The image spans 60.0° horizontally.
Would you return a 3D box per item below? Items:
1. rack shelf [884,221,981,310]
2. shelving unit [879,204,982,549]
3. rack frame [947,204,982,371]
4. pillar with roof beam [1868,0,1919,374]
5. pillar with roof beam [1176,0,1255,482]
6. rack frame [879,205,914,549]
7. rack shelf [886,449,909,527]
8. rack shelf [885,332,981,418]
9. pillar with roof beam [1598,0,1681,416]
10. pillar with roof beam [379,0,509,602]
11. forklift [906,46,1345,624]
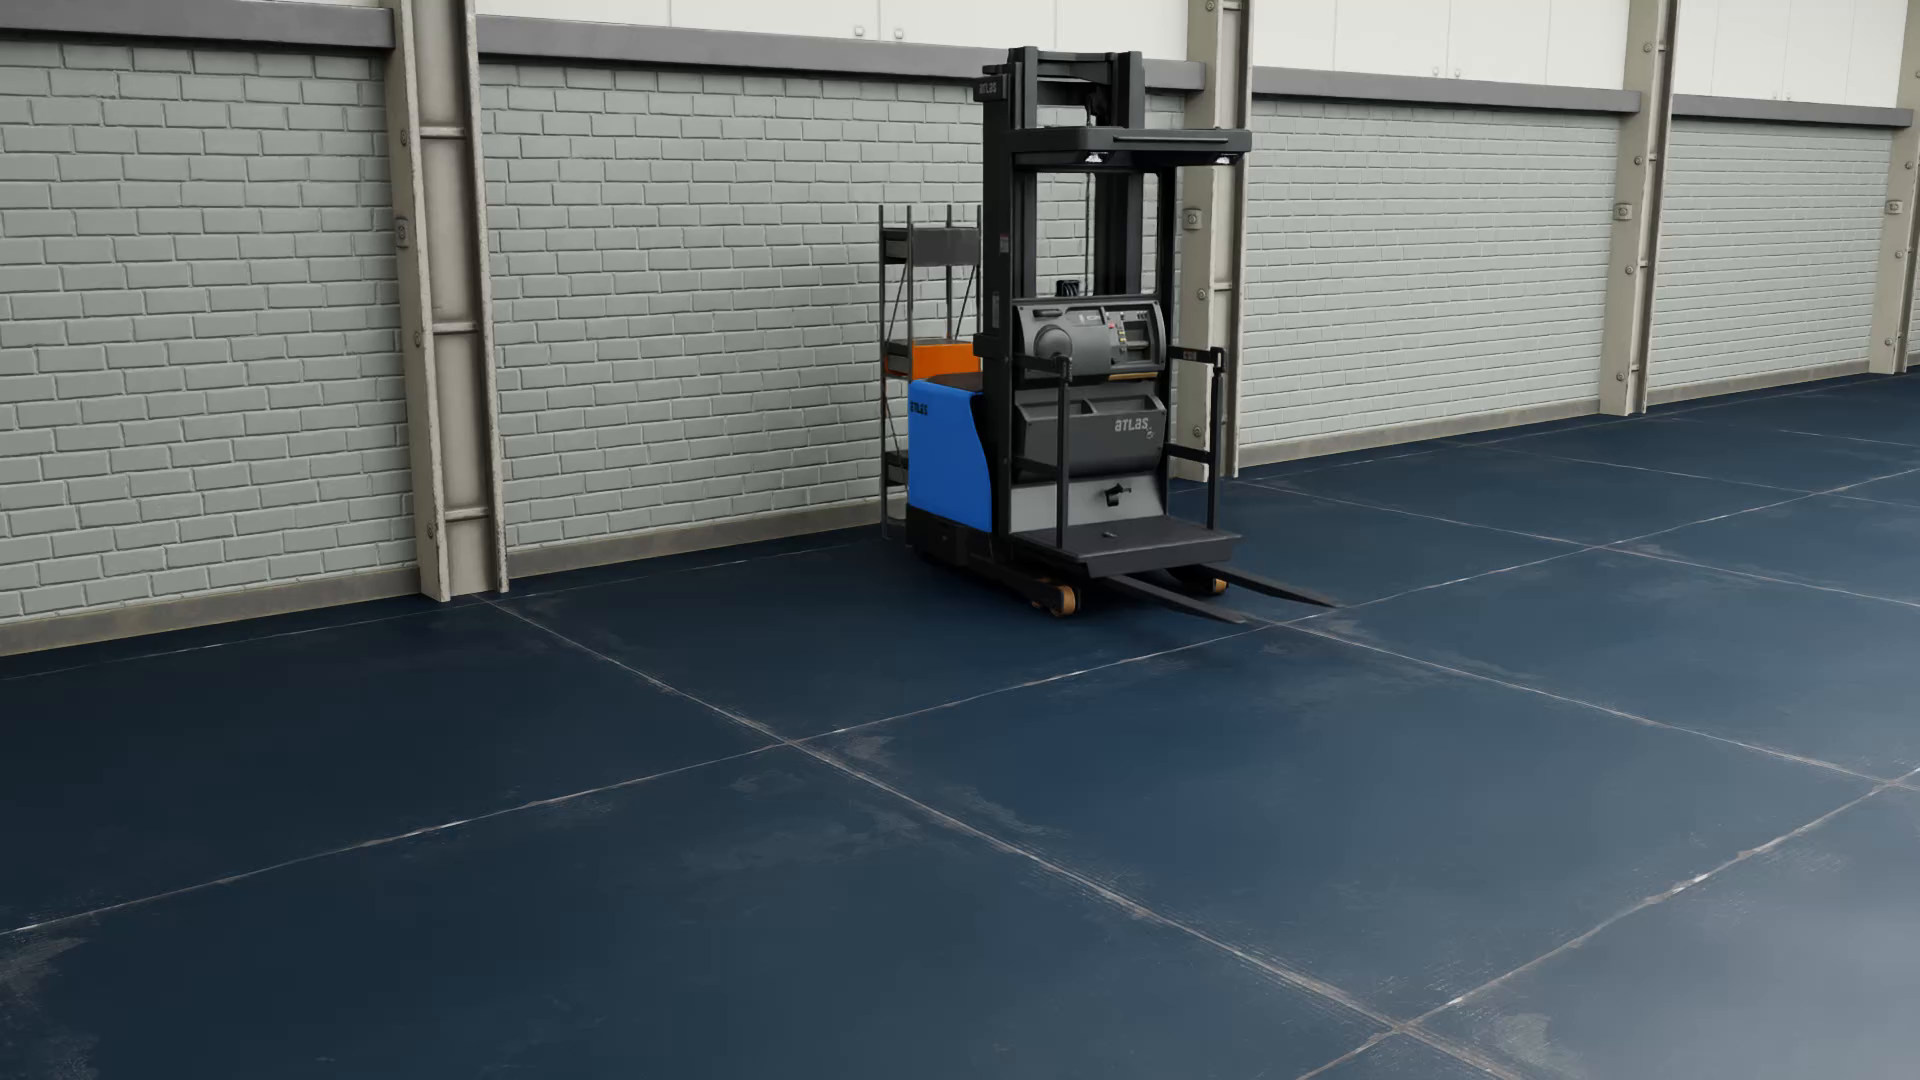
[{"bbox_3d":[-0.184,-1.702,10.287,0.480,0.518,0.431,-7,14,-30],"label":"rack shelf"},{"bbox_3d":[-0.184,-1.031,10.429,0.503,2.100,0.431,-7,14,-30],"label":"shelving unit"},{"bbox_3d":[0.026,-1.057,10.550,0.015,2.100,0.400,-7,14,-30],"label":"rack frame"},{"bbox_3d":[13.979,-5.753,16.057,0.400,9.000,9.100,-9,15,-38],"label":"pillar with roof beam"},{"bbox_3d":[4.609,-4.196,8.724,0.400,9.000,9.100,-9,15,-38],"label":"pillar with roof beam"},{"bbox_3d":[-0.395,-1.005,10.309,0.015,2.100,0.400,-7,14,-30],"label":"rack frame"},{"bbox_3d":[-0.184,-0.333,10.578,0.480,0.518,0.431,-7,14,-30],"label":"rack shelf"},{"bbox_3d":[-0.184,-1.018,10.432,0.480,0.518,0.431,-7,14,-30],"label":"rack shelf"},{"bbox_3d":[9.294,-4.974,12.390,0.400,9.000,9.100,-9,15,-38],"label":"pillar with roof beam"},{"bbox_3d":[-0.076,-3.417,5.057,0.400,9.000,9.100,-9,15,-38],"label":"pillar with roof beam"},{"bbox_3d":[0.832,-1.138,8.934,1.130,2.935,3.031,-7,14,-29],"label":"forklift"}]
